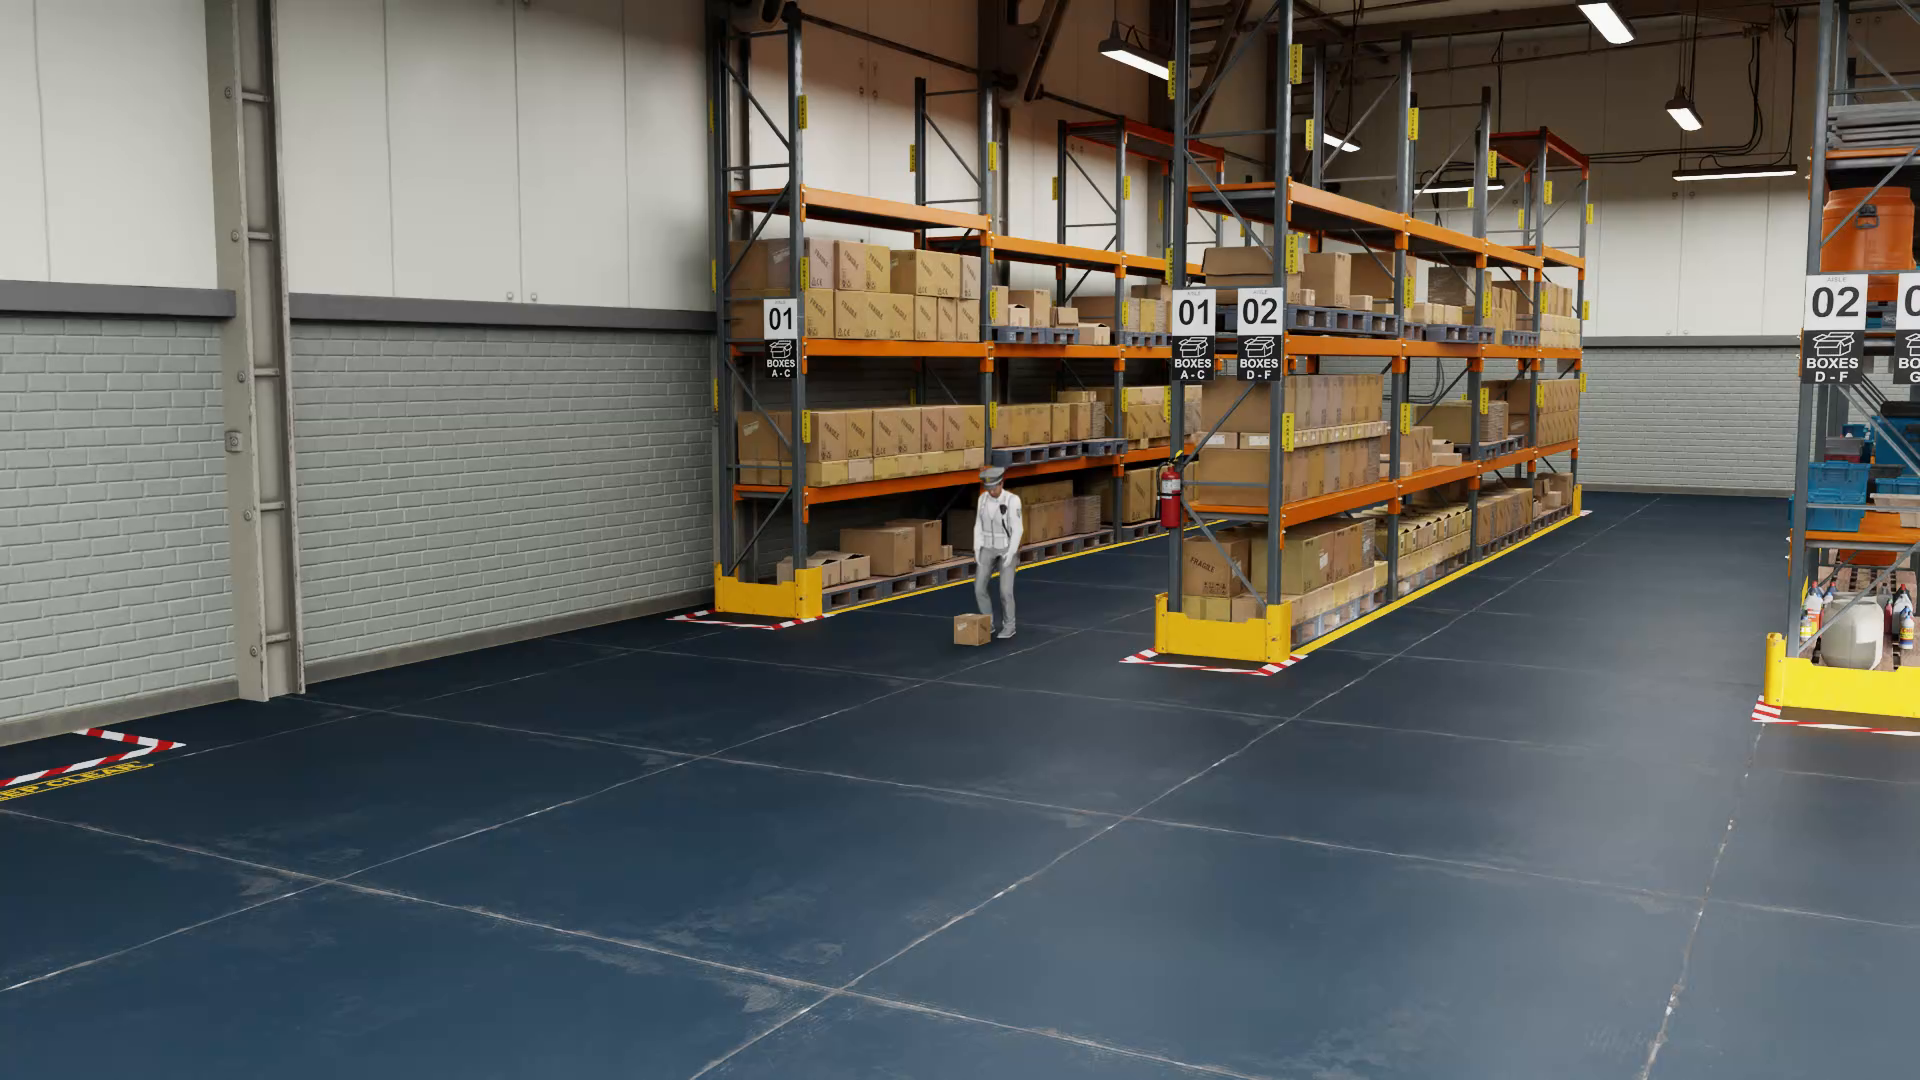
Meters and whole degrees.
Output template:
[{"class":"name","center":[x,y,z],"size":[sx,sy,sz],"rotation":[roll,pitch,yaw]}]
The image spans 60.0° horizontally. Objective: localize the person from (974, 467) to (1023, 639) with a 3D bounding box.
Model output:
[{"class":"person","center":[0.356,0.118,15.598],"size":[0.508,1.604,0.485],"rotation":[4,7,30]}]
